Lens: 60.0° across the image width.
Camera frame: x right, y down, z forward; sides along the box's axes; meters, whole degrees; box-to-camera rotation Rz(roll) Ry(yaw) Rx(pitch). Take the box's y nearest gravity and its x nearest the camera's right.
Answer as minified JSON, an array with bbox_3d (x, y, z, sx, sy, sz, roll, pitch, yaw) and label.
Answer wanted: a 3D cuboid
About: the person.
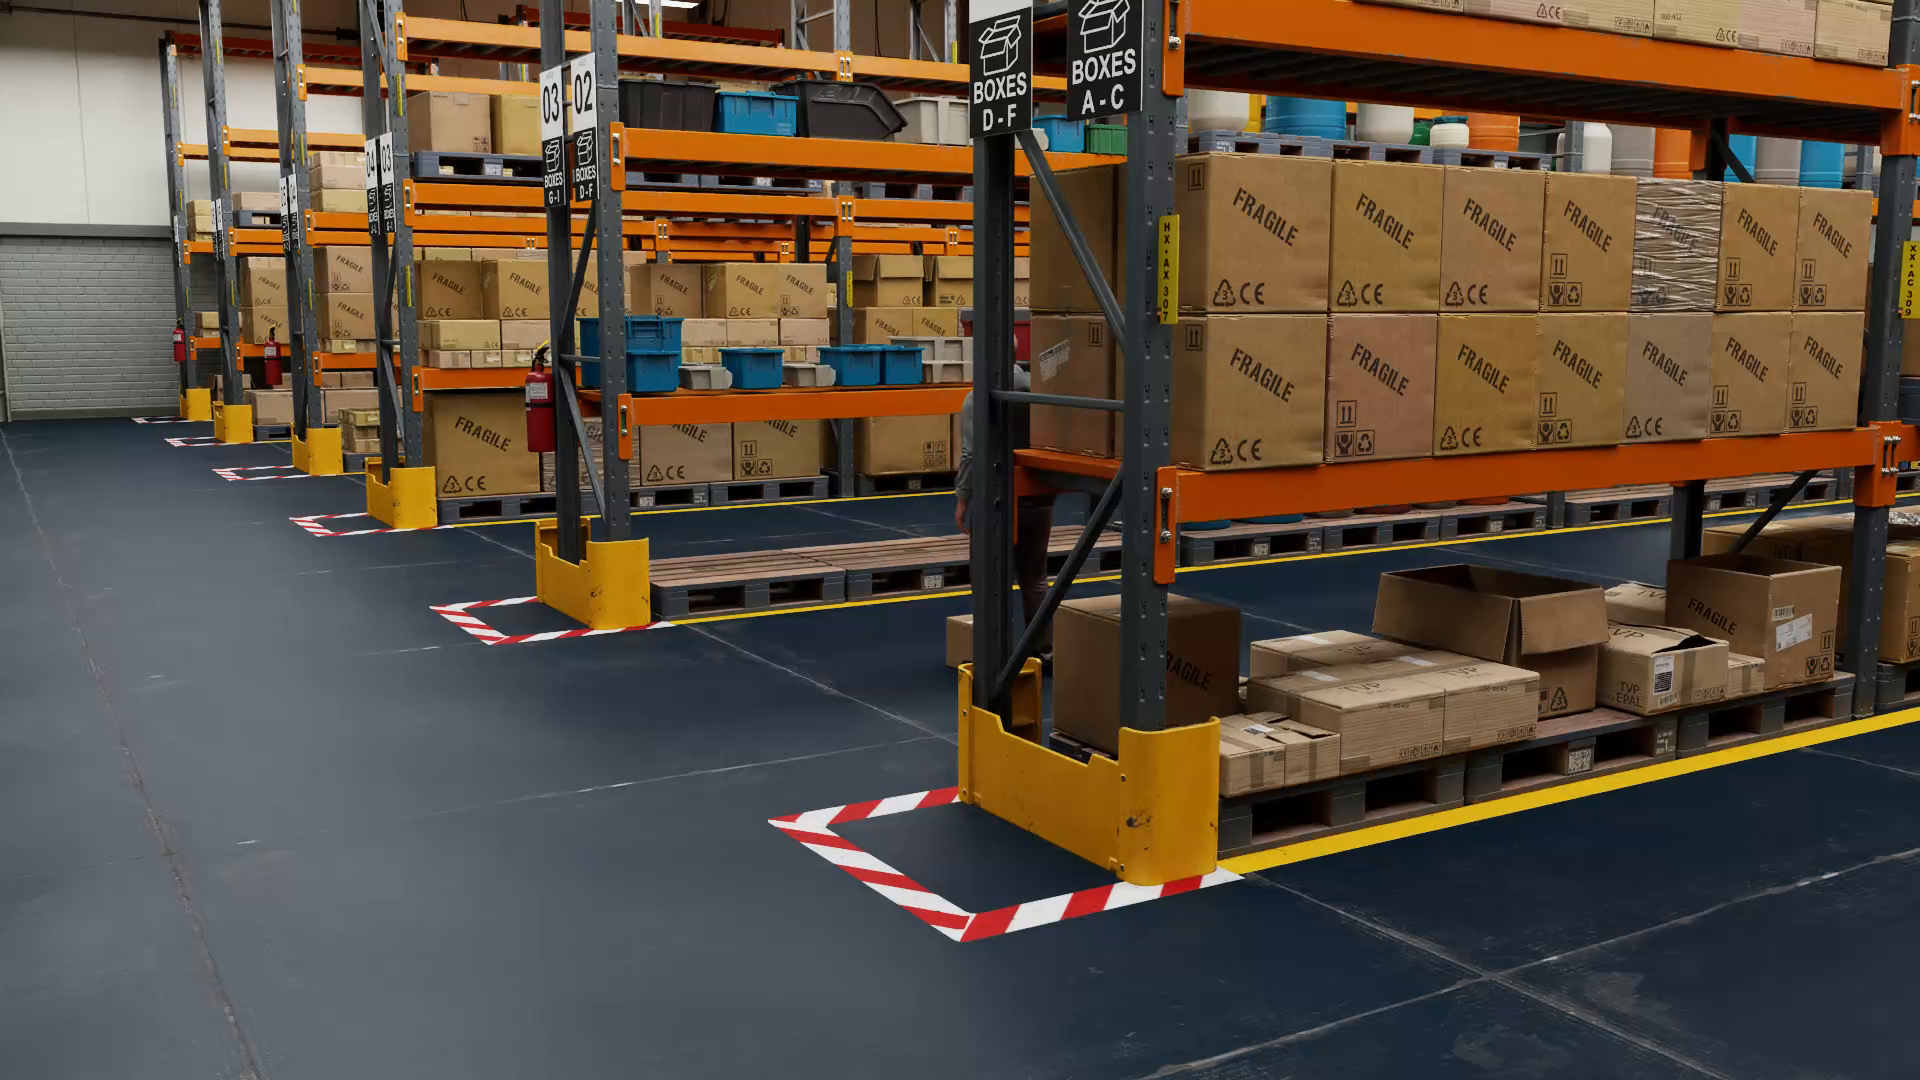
[{"bbox_3d":[0.235,-0.175,8.136,0.589,1.721,0.463,-5,10,-33],"label":"person"}]
